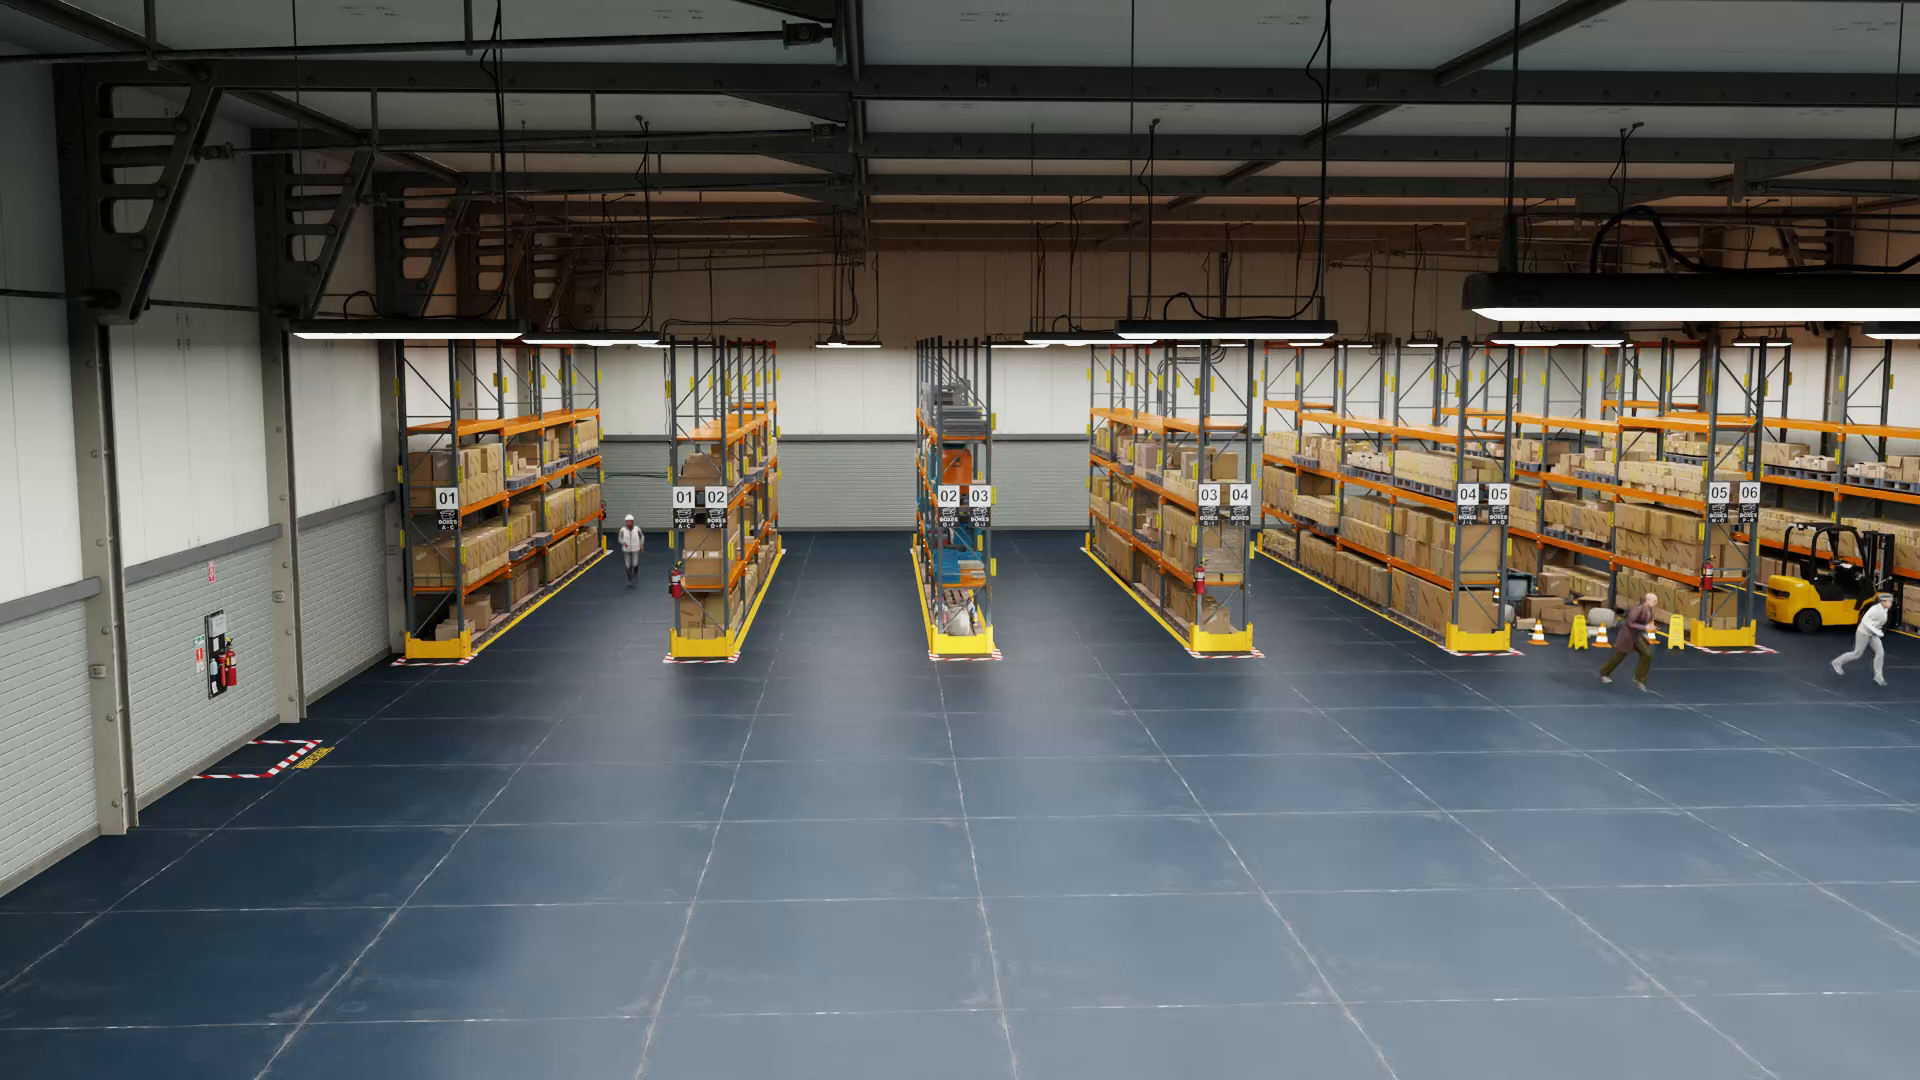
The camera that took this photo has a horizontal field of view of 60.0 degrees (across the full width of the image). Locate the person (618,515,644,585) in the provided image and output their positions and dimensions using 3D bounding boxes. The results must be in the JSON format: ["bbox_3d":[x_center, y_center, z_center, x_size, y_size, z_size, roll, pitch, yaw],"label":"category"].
[{"bbox_3d":[-8.012,0.249,40.527,0.633,1.730,0.719,-1,7,-10],"label":"person"}]

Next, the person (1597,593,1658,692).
[{"bbox_3d":[11.360,1.719,28.243,0.753,1.738,1.072,-5,8,-39],"label":"person"}]

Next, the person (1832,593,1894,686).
[{"bbox_3d":[15.666,1.682,28.848,0.654,1.626,0.978,-5,8,-38],"label":"person"}]

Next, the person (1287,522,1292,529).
[{"bbox_3d":[9.880,-0.661,48.777,0.548,1.722,0.739,4,8,33],"label":"person"}]

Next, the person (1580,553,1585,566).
[{"bbox_3d":[16.506,-0.119,44.432,0.551,1.598,0.664,-1,7,-10],"label":"person"}]
